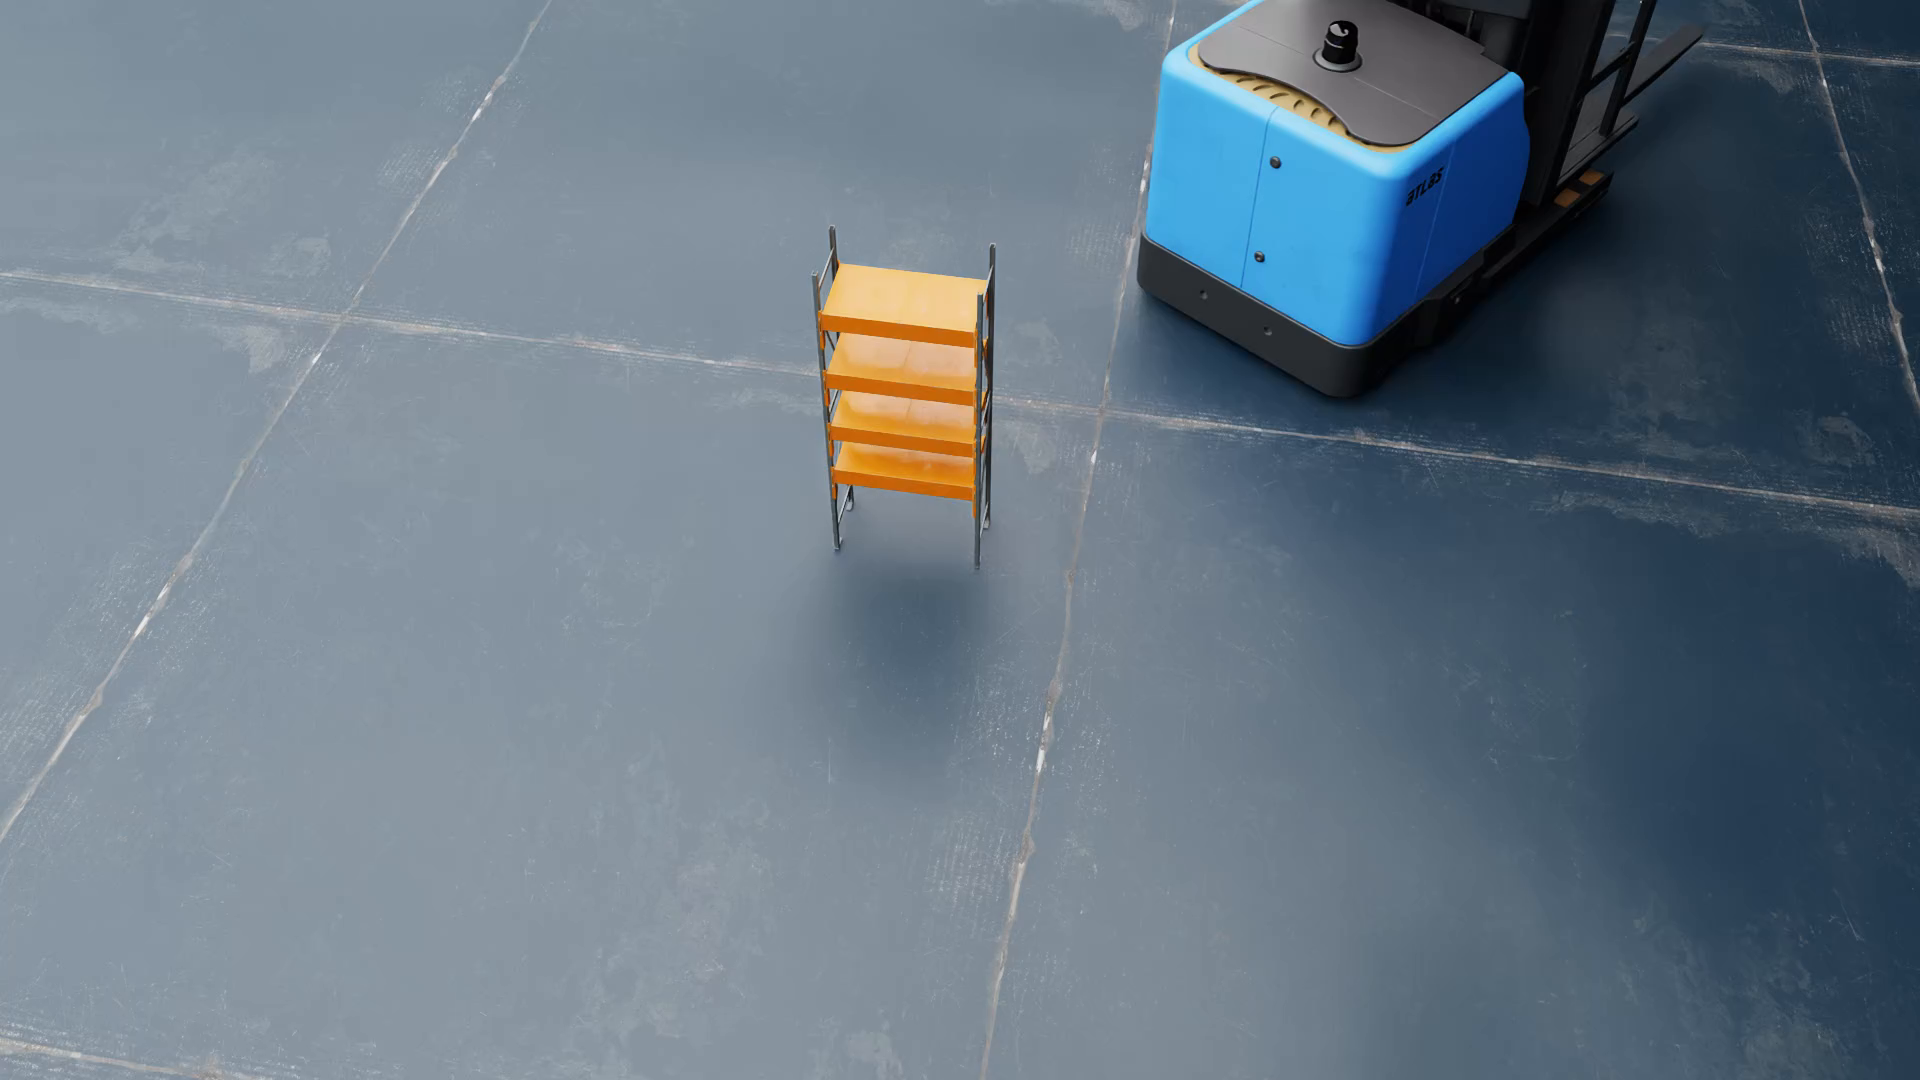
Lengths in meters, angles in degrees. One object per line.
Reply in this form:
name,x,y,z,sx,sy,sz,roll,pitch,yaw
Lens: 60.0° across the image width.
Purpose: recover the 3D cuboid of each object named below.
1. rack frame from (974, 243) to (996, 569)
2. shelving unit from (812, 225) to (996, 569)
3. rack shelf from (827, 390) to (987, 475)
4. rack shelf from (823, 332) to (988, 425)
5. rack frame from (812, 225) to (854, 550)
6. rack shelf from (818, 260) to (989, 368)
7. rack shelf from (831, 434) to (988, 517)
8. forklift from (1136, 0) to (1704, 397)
rack frame,0.077,-0.391,5.294,0.015,1.200,0.240,8,49,7
shelving unit,-0.163,-0.423,5.323,0.503,1.200,0.258,8,49,7
rack shelf,-0.163,-0.378,5.373,0.480,0.148,0.258,8,49,7
rack shelf,-0.163,-0.527,5.207,0.480,0.148,0.258,8,49,7
rack frame,-0.403,-0.455,5.352,0.015,1.200,0.240,8,49,7
rack shelf,-0.163,-0.686,5.031,0.480,0.148,0.258,8,49,7
rack shelf,-0.163,-0.245,5.521,0.480,0.148,0.258,8,49,7
forklift,2.081,-2.506,6.031,1.130,2.935,3.031,36,57,28
